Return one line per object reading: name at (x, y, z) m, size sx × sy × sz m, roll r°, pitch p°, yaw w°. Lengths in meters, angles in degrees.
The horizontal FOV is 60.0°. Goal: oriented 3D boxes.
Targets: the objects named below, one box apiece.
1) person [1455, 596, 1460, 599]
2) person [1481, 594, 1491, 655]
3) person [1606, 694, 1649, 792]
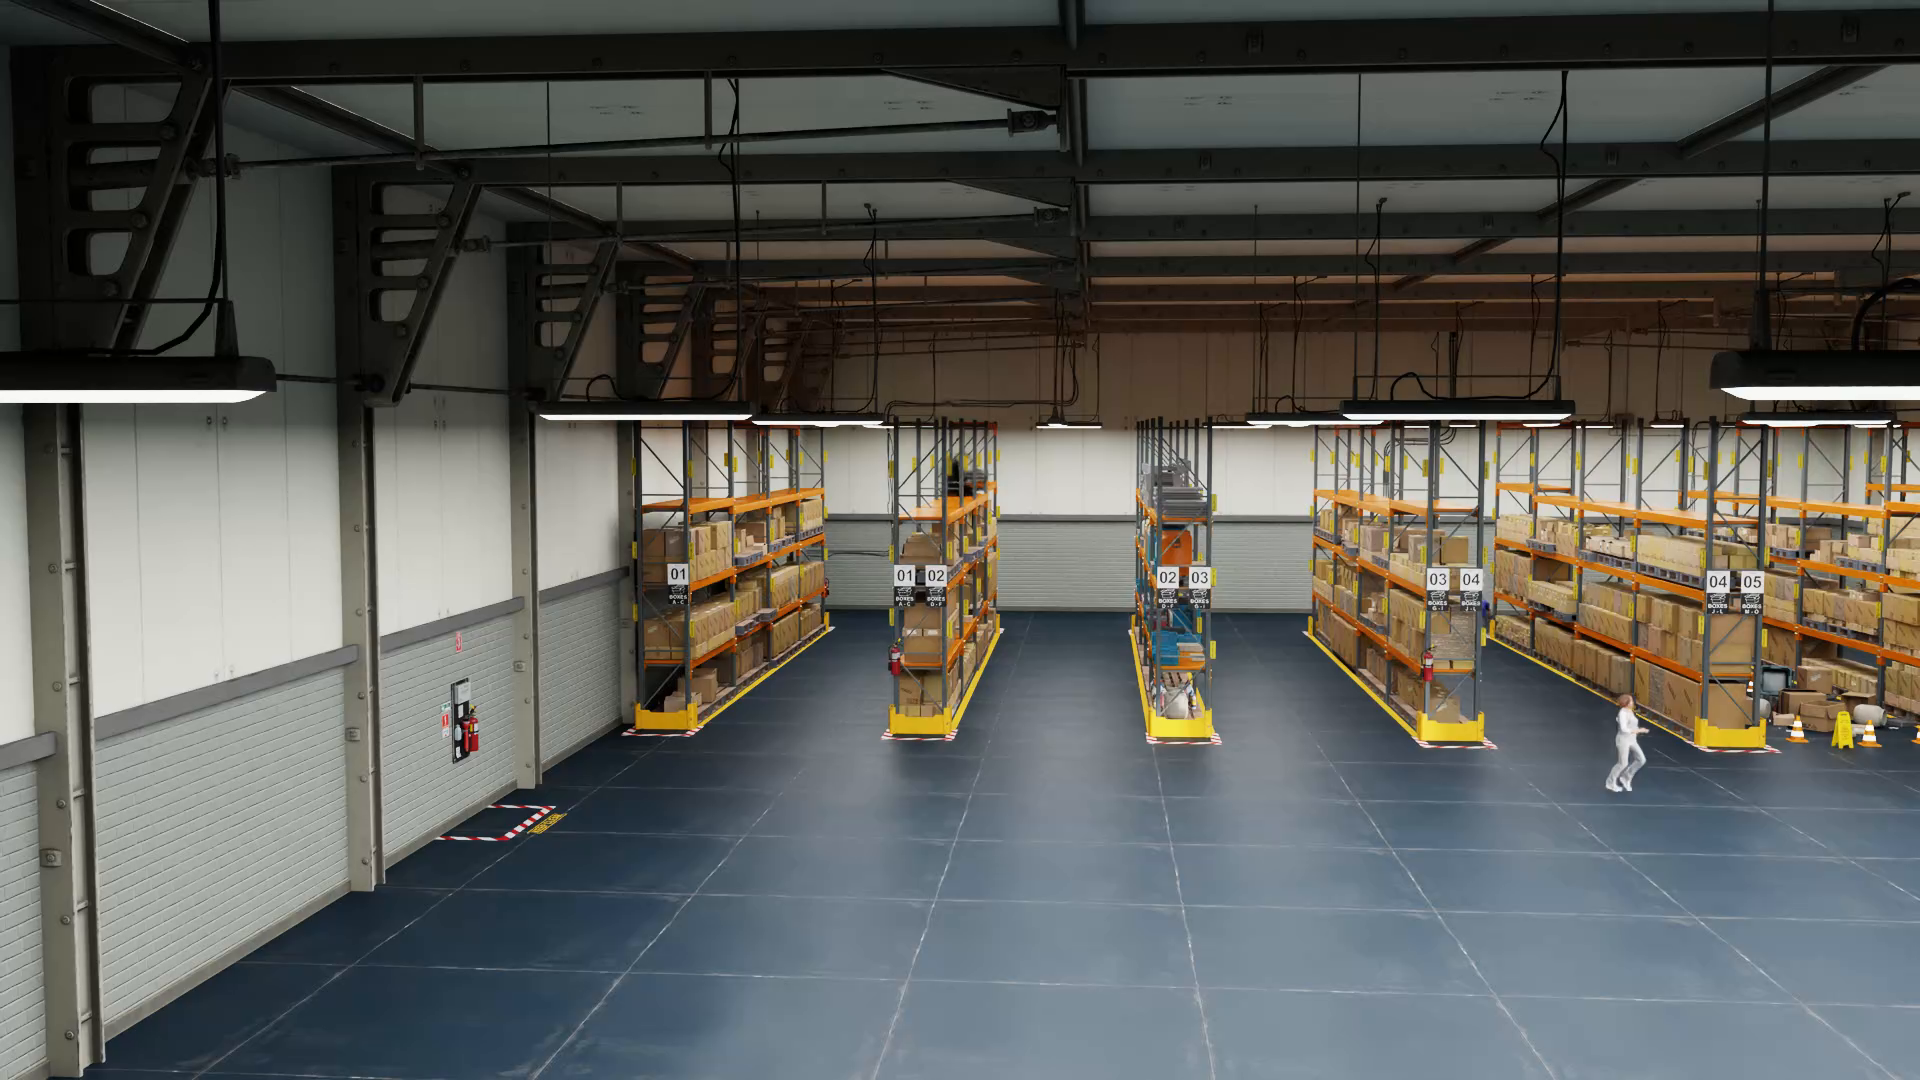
person at (13.764, 1.842, 46.867) m, size 0.532 × 1.672 × 0.735 m, roll -3°, pitch 5°, yaw -40°
person at (13.430, 2.127, 42.994) m, size 0.581 × 1.624 × 0.658 m, roll 0°, pitch 4°, yaw 5°
person at (10.529, 3.206, 26.220) m, size 0.644 × 1.578 × 0.510 m, roll 3°, pitch 5°, yaw 43°
